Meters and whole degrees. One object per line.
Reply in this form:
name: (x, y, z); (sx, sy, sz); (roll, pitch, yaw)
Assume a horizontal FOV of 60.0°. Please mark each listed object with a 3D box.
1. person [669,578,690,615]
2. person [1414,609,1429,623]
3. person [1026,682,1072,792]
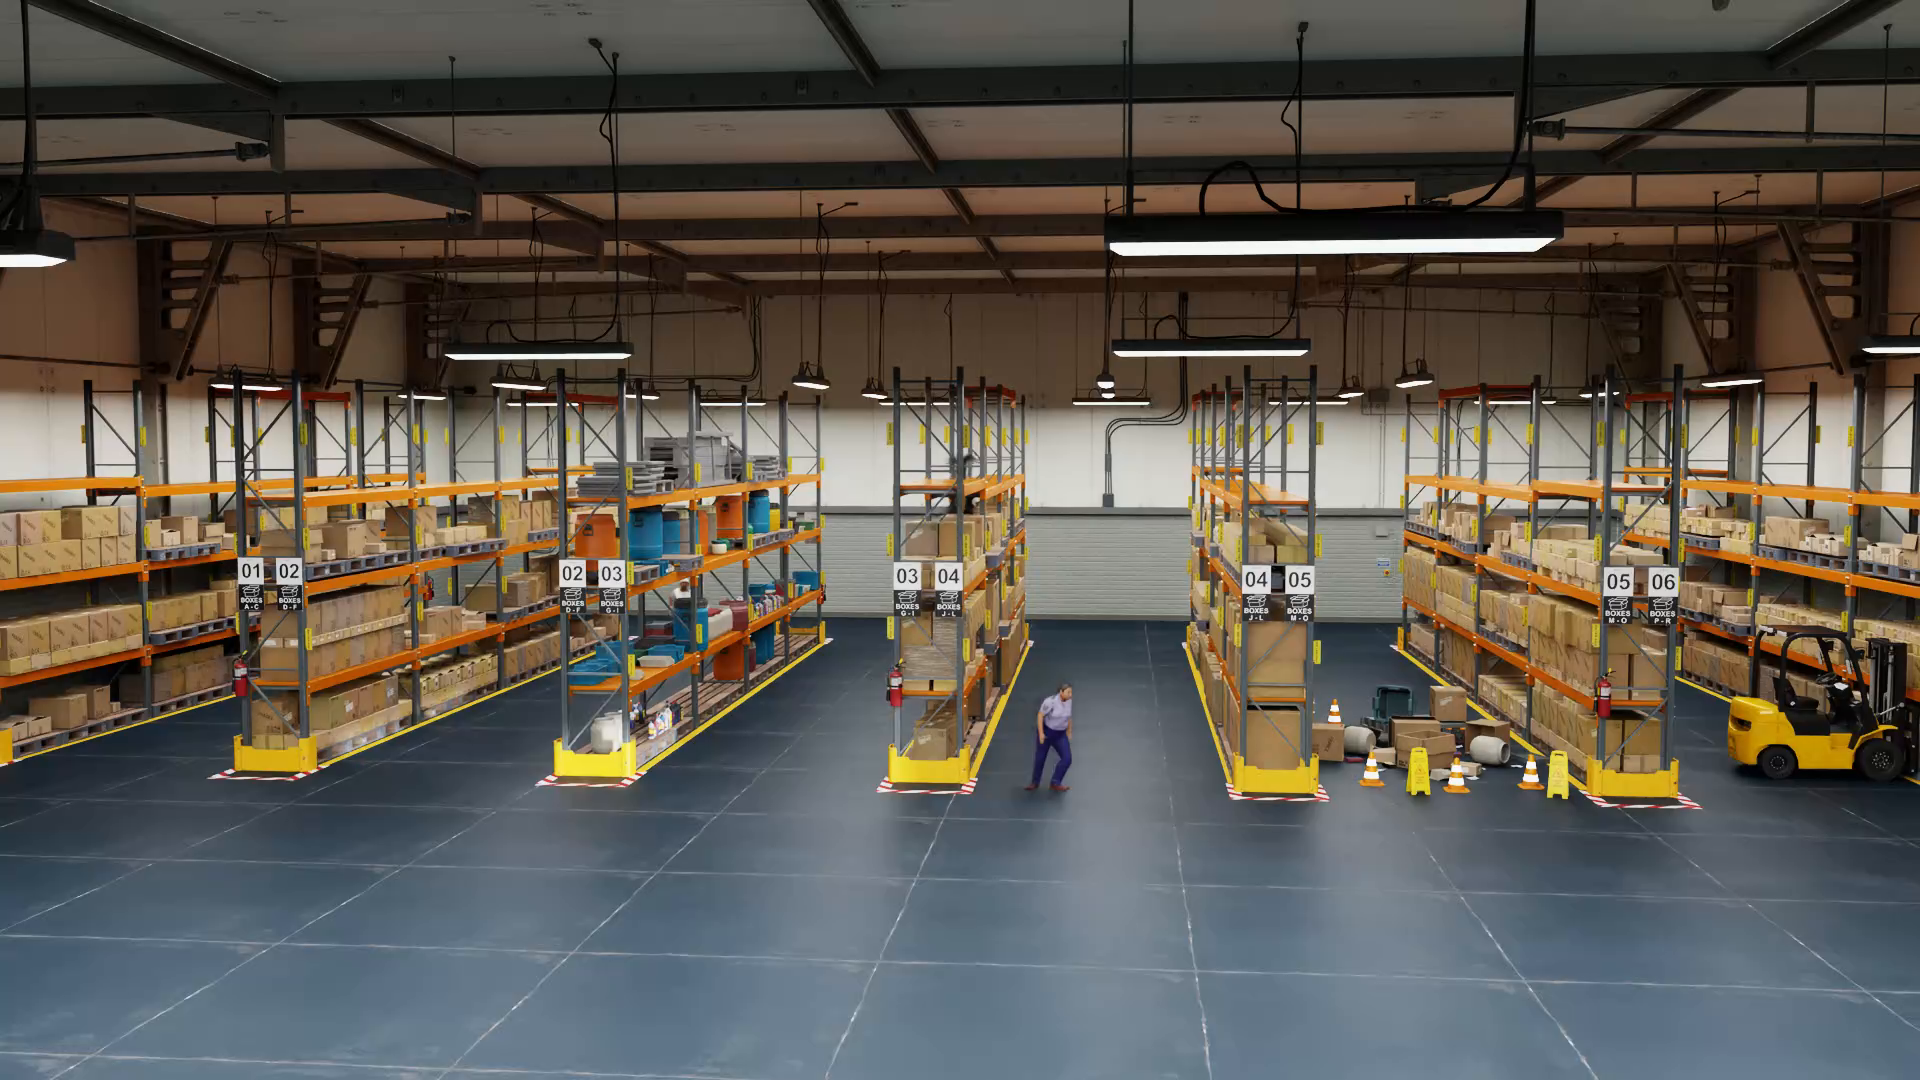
person: (-6.362, 1.740, 38.206); (0.666, 1.793, 0.712); (0, 4, -7)
person: (11.251, 1.721, 40.221); (0.505, 1.577, 0.595); (2, 4, 27)
person: (1.300, 2.769, 23.517); (0.632, 1.572, 0.648); (-2, 4, -31)
